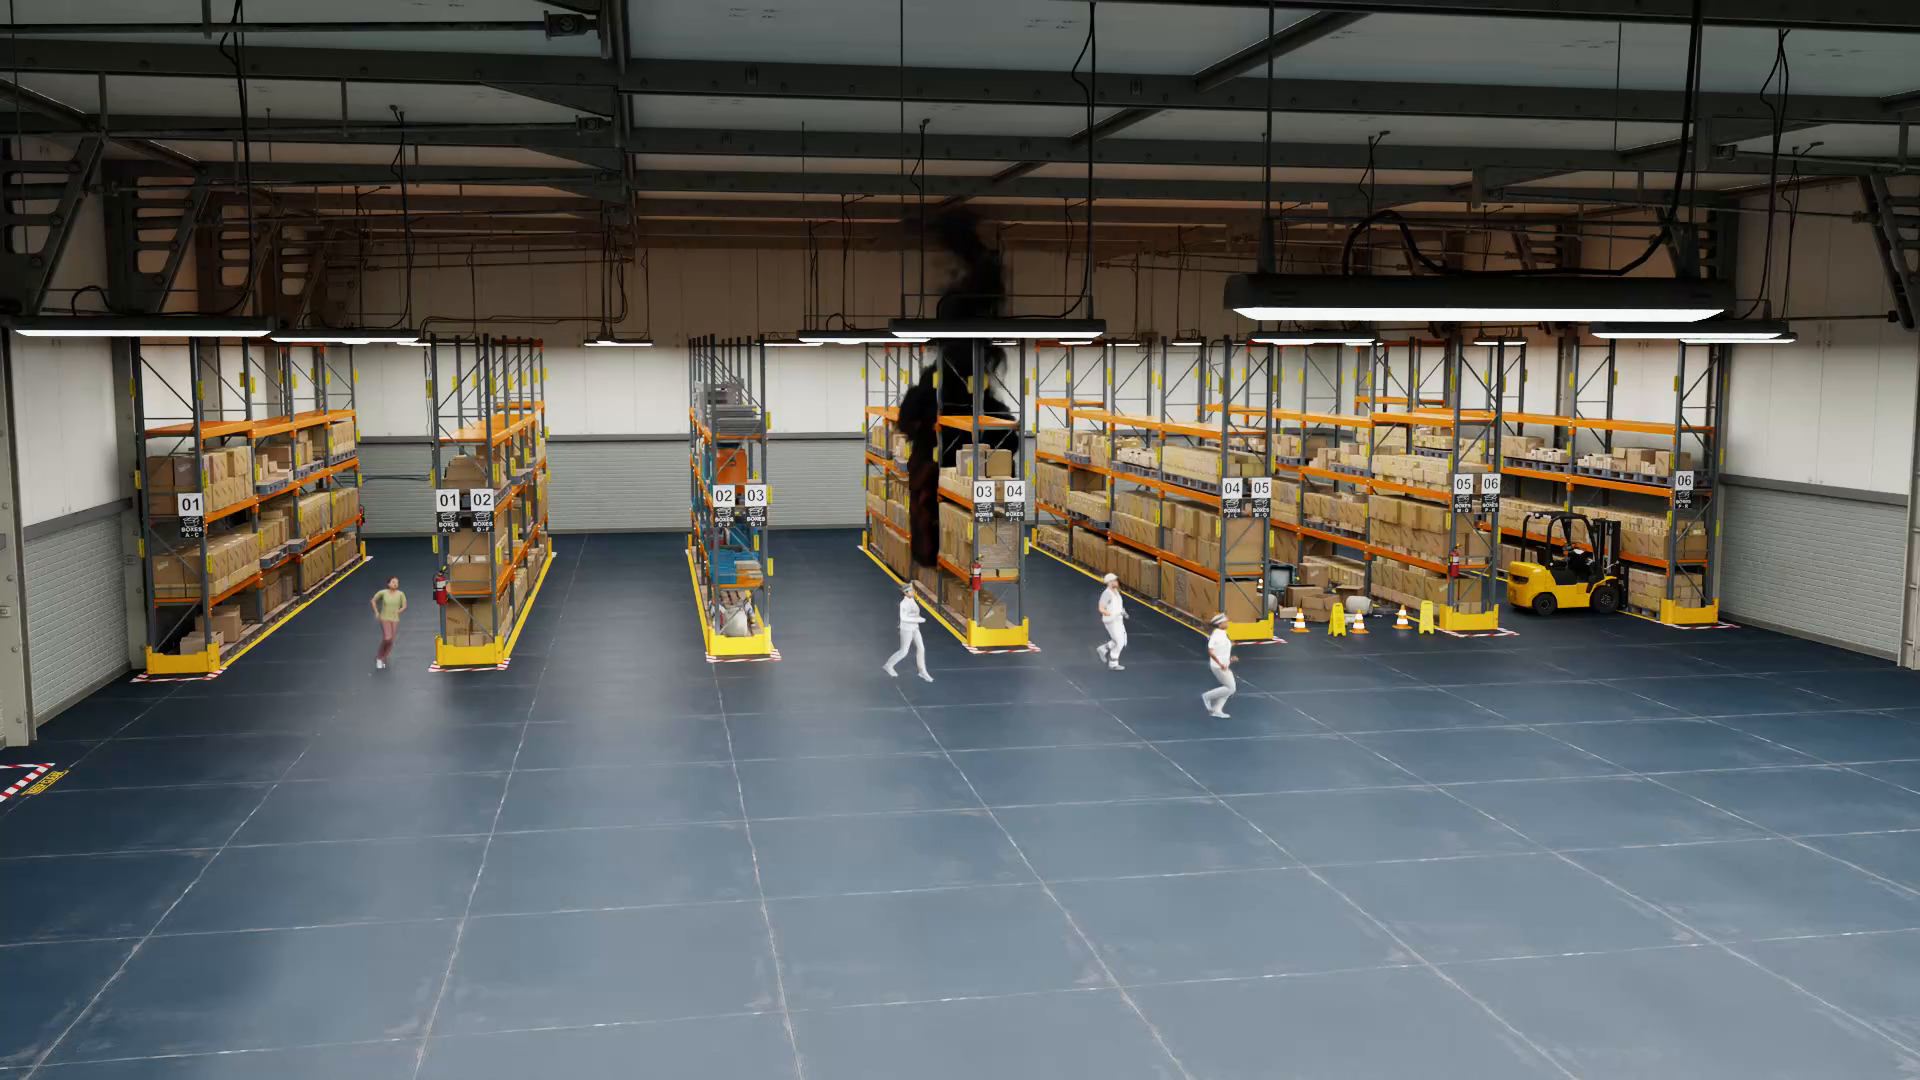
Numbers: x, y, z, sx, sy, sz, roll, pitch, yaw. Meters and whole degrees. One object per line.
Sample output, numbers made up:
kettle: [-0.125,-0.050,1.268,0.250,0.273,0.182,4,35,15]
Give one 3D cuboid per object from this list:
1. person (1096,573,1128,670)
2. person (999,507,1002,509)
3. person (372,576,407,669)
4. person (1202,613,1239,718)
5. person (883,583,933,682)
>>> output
person: [2.699,1.457,29.739,0.621,1.737,0.654,4,7,28]
person: [0.937,-0.598,48.622,0.619,1.516,0.523,1,7,9]
person: [-10.298,1.472,30.045,0.590,1.656,0.608,-5,8,-37]
person: [4.061,1.949,25.878,0.559,1.657,0.575,2,7,13]
person: [-0.898,1.587,28.803,0.892,1.725,0.622,3,7,21]
